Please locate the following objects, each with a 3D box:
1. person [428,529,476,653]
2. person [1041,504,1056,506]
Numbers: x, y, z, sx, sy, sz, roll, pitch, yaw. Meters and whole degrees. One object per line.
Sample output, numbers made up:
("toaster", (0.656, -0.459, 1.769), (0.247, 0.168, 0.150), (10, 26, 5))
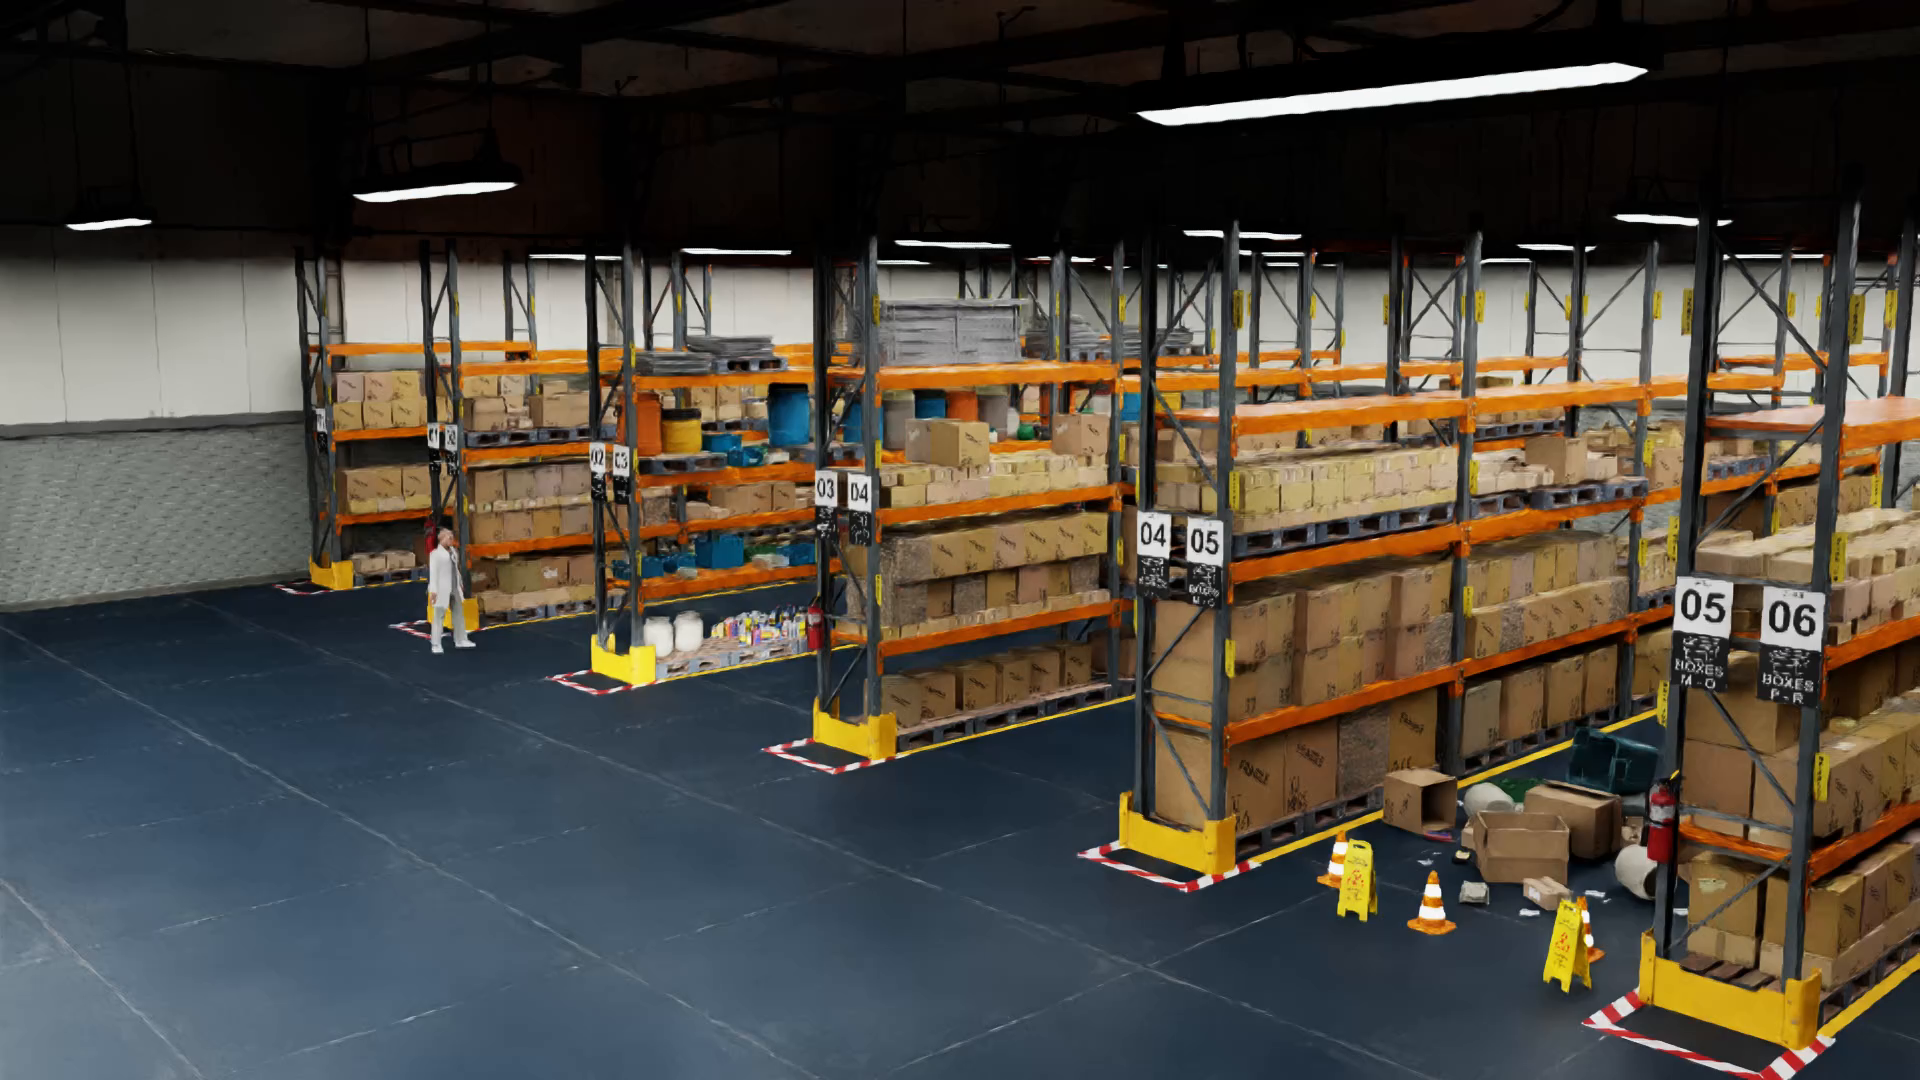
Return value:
("person", (-7.411, 0.726, 24.201), (0.584, 1.785, 0.732), (3, 9, 21))
("person", (1.469, 0.192, 26.280), (0.719, 1.713, 0.875), (8, 11, 42))
